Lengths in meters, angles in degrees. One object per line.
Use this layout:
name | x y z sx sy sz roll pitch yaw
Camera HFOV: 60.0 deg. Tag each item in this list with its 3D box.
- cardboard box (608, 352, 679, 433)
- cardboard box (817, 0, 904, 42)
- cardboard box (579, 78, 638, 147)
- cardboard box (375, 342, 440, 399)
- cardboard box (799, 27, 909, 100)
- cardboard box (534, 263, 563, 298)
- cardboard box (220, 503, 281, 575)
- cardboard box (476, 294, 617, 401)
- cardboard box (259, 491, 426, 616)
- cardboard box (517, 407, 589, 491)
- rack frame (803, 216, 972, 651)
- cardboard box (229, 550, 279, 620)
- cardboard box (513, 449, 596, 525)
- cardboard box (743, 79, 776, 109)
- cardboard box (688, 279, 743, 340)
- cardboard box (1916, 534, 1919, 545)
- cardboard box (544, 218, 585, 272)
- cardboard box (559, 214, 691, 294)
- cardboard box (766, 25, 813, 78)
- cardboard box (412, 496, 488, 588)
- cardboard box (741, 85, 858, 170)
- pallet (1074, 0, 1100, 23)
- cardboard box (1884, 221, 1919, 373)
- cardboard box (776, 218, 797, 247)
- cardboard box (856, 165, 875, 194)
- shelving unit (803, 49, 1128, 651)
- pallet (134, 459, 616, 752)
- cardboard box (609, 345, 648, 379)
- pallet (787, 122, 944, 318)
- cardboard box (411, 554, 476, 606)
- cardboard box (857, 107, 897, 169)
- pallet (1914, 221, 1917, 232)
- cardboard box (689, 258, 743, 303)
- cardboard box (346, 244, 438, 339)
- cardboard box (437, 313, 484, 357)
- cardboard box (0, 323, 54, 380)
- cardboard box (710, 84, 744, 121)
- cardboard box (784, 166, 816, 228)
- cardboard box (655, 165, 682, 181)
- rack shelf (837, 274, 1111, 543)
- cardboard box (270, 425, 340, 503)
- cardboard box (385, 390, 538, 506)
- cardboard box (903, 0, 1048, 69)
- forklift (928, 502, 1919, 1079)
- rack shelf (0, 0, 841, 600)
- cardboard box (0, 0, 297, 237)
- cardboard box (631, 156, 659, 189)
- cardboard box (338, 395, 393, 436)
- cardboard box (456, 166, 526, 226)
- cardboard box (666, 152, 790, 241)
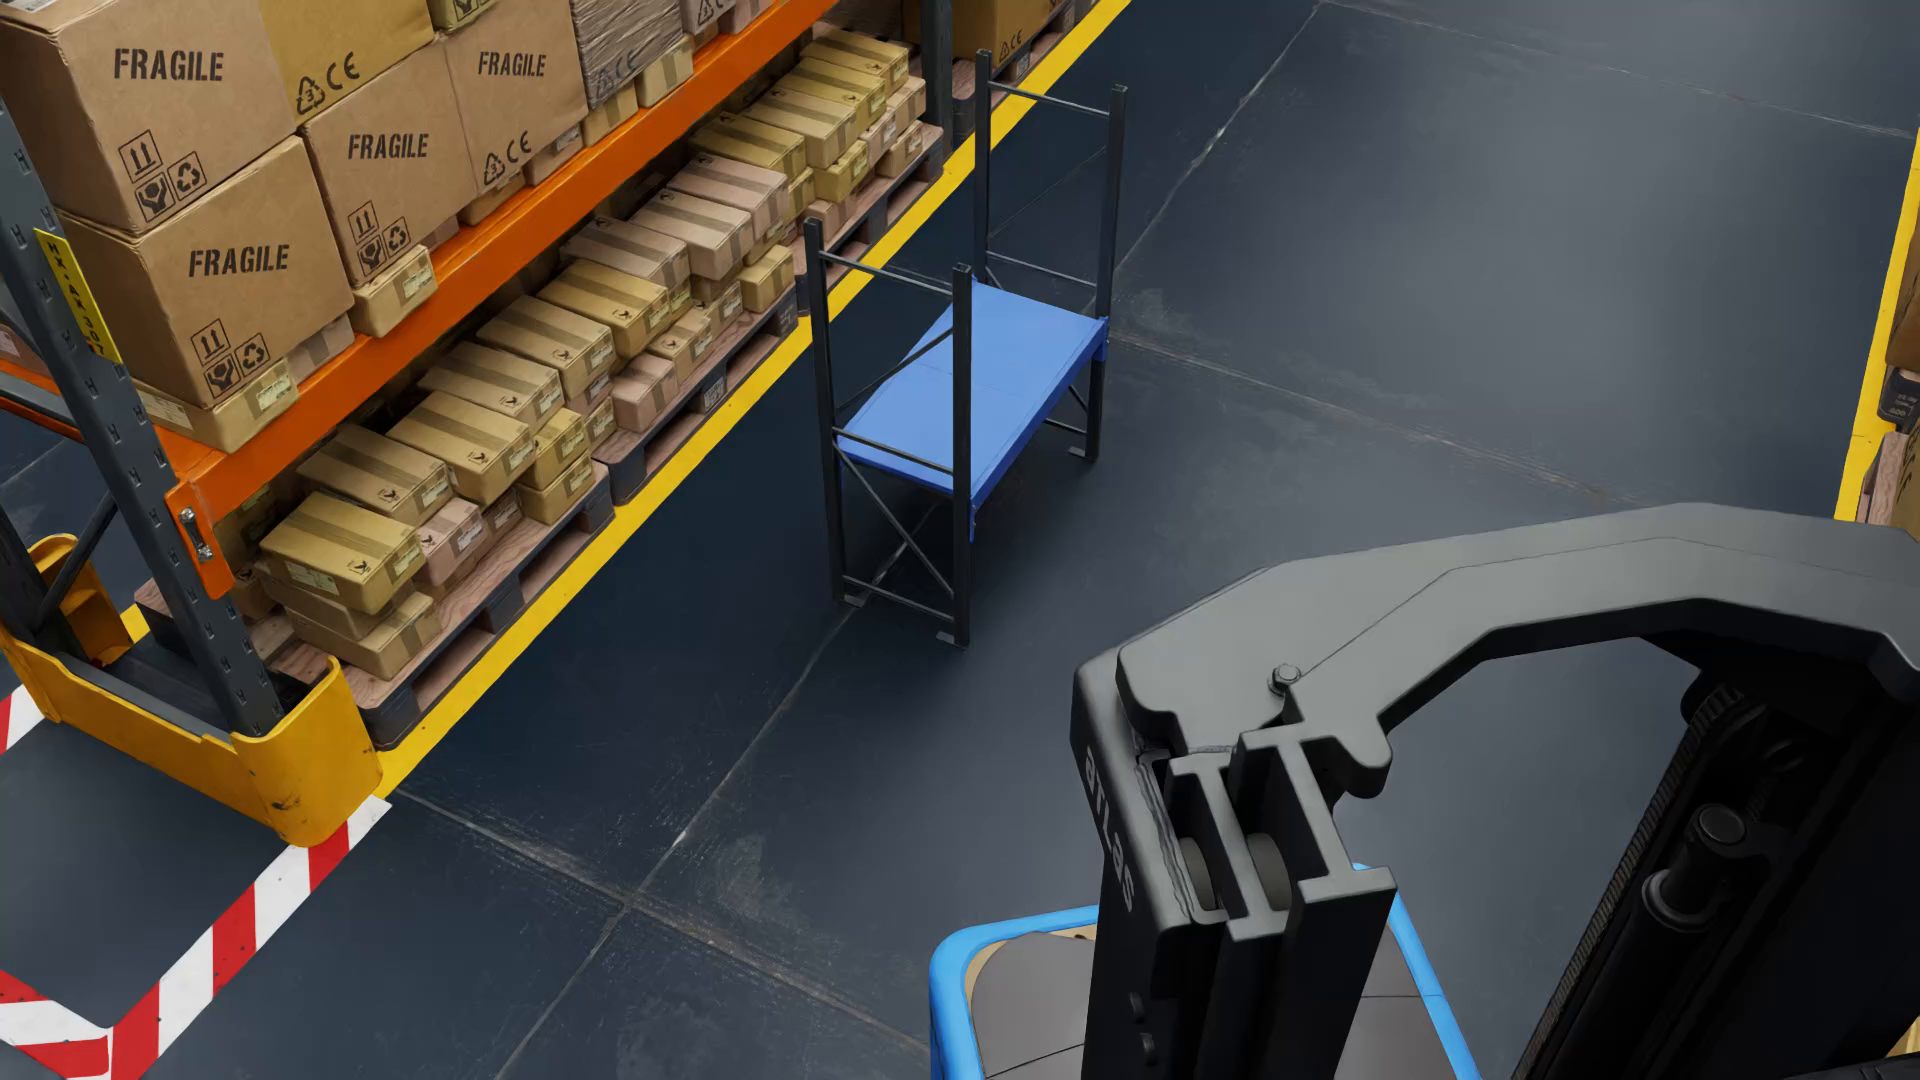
cardboard box | -1.232 -0.557 5.900 0.380 0.149 0.250 18 48 17
cardboard box | -0.382 -2.729 7.801 0.500 0.500 0.500 20 49 18
cardboard box | -1.239 -1.398 5.199 0.380 0.149 0.250 22 49 20
cardboard box | -1.986 -0.649 5.574 0.380 0.149 0.250 19 48 18
cardboard box | -0.437 -1.955 6.864 0.380 0.149 0.250 22 49 20
cardboard box | -1.659 -1.064 6.193 0.380 0.149 0.250 21 49 19
cardboard box | -2.367 -0.068 5.208 0.380 0.149 0.250 19 48 18
cardboard box | -1.384 -0.648 5.573 0.380 0.149 0.250 22 49 21
cardboard box | -1.815 0.037 4.896 0.380 0.149 0.250 18 48 17
cardboard box | -1.461 -0.349 5.486 0.380 0.149 0.250 22 49 20
rack frame | -0.196 -0.261 4.953 0.500 1.500 0.032 20 49 19
cardboard box | -2.299 0.063 5.288 0.380 0.149 0.250 21 49 20
cardboard box | -1.458 -0.236 5.584 0.380 0.149 0.250 21 49 20
cardboard box | -0.992 -1.849 6.969 0.380 0.149 0.250 21 49 19
cardboard box | -1.043 -0.903 6.242 0.380 0.149 0.250 21 49 20
cardboard box | 3.049 0.346 4.498 0.875 0.875 0.875 20 49 19
cardboard box | -1.594 -1.141 6.059 0.380 0.149 0.250 21 49 19
cardboard box | -1.189 -0.989 5.909 0.380 0.149 0.250 21 49 19
cardboard box | -0.845 -2.117 7.024 0.380 0.149 0.250 22 49 21
cardboard box | -1.711 -0.040 5.181 0.380 0.149 0.250 20 49 19
cardboard box | -0.629 -1.622 6.535 0.380 0.149 0.250 20 49 19
pallet | 0.423 -3.193 8.757 1.003 0.211 1.213 20 49 19
cardboard box | 4.124 -1.020 5.848 1.225 0.875 0.875 21 49 19
cardboard box | -0.872 -1.247 6.583 0.380 0.149 0.250 19 48 18
cardboard box | -0.577 -1.561 6.893 0.380 0.149 0.250 22 49 20
shelving unit | 0.040 -0.581 5.270 0.538 1.500 1.048 20 49 19
pallet | -1.915 0.041 5.561 1.003 0.211 1.213 20 49 19
cardboard box | -1.332 -0.732 5.865 0.380 0.149 0.250 23 50 21
pallet | -0.783 -1.496 7.080 1.003 0.211 1.213 20 49 19
cardboard box | -1.783 0.047 5.303 0.380 0.149 0.250 20 49 19
cardboard box | -0.481 -1.683 6.804 0.380 0.149 0.250 18 48 17
pallet | 4.701 -1.512 7.096 1.003 0.211 1.213 20 49 19
cardboard box | -1.037 -1.054 6.182 0.380 0.149 0.250 18 48 17
cardboard box | -1.664 -0.724 4.533 0.380 0.149 0.250 19 48 18
cardboard box | -1.898 -0.726 5.859 0.380 0.149 0.250 21 49 20
cardboard box | -2.458 -0.601 4.412 0.380 0.149 0.250 21 49 19
cardboard box | -1.100 -1.787 6.698 0.380 0.149 0.250 20 49 19
cardboard box | -0.793 -1.383 6.508 0.380 0.149 0.250 21 49 19
cardboard box | -1.201 -1.515 6.638 0.380 0.149 0.250 18 48 17
rack shelf | 0.040 -0.455 5.398 0.538 0.185 1.000 20 49 19
cardboard box | -2.170 -0.302 5.230 0.380 0.149 0.250 21 49 20
cardboard box | -1.563 -0.293 5.222 0.380 0.149 0.250 20 49 19
cardboard box | 0.076 -2.558 7.631 0.500 0.500 0.500 22 49 21
forklift | 0.712 1.502 2.205 1.130 2.935 3.031 -8 46 -8
rack shelf | -1.430 -1.398 5.528 1.077 0.370 4.000 20 49 19
cardboard box | -1.915 -1.077 3.723 0.500 0.500 0.500 20 49 19
cardboard box | -1.391 -1.482 6.397 0.380 0.149 0.250 21 49 20
cardboard box | -2.127 -0.396 5.532 0.380 0.149 0.250 19 48 17
cardboard box | -1.518 -1.096 4.900 0.380 0.149 0.250 20 49 19
cardboard box | -0.863 -1.283 6.200 0.380 0.149 0.250 18 48 17
